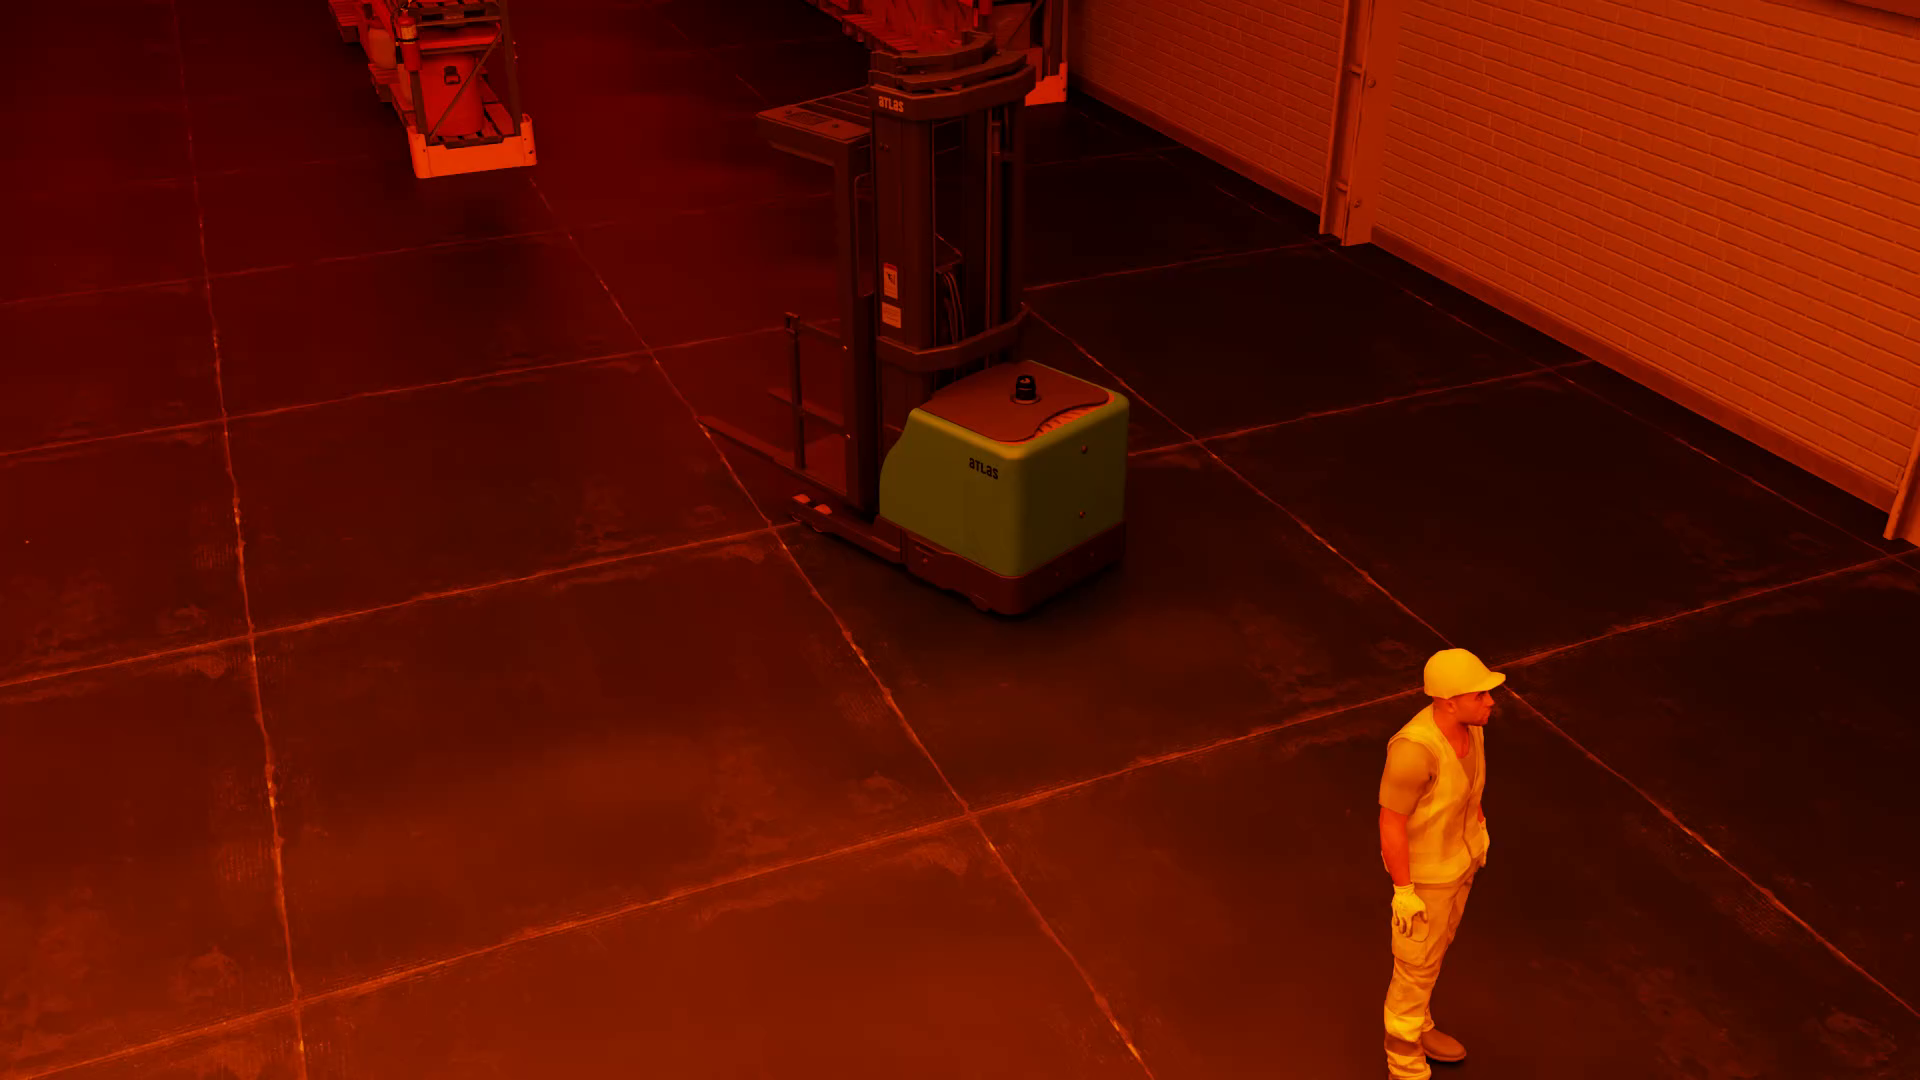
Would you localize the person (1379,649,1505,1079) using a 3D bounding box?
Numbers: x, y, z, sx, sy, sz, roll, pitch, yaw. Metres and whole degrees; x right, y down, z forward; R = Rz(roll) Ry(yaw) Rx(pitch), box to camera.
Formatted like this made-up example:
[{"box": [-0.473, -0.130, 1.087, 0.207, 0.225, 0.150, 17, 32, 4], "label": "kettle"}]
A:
[{"box": [1.809, 1.228, 6.107, 0.562, 1.790, 0.637, 24, 37, 35], "label": "person"}]

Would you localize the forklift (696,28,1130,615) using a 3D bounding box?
[{"box": [-0.436, -1.483, 9.714, 3.031, 2.935, 1.130, 26, 39, 37], "label": "forklift"}]
